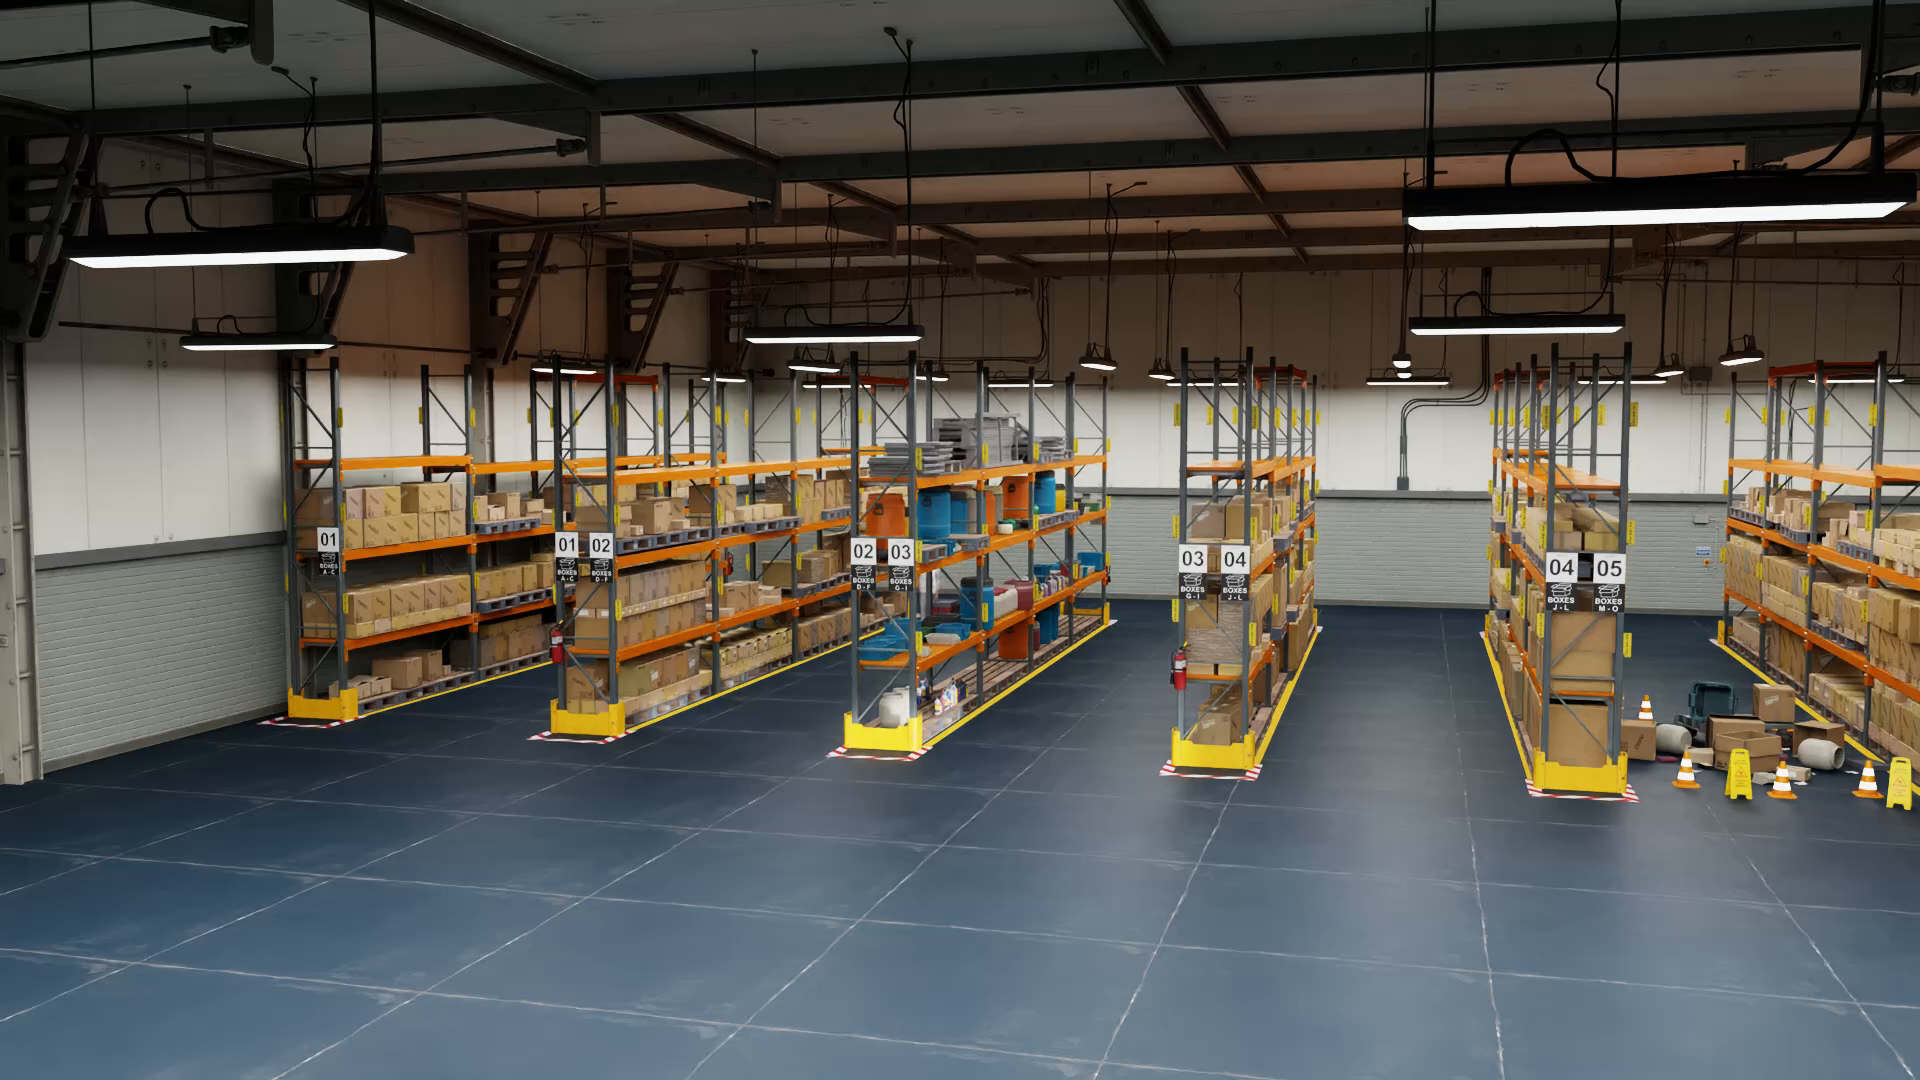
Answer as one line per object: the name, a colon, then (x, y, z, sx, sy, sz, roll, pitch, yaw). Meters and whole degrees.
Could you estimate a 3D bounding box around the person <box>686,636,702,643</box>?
person: (-5.435, 1.592, 34.210, 0.626, 1.781, 0.500, 2, 5, 23)

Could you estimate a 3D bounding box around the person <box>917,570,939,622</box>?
person: (-0.773, 1.231, 39.513, 0.585, 1.725, 1.050, 1, 4, 12)

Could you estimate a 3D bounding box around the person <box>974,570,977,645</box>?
person: (0.429, 1.470, 36.753, 0.531, 1.631, 0.999, 1, 4, 13)
